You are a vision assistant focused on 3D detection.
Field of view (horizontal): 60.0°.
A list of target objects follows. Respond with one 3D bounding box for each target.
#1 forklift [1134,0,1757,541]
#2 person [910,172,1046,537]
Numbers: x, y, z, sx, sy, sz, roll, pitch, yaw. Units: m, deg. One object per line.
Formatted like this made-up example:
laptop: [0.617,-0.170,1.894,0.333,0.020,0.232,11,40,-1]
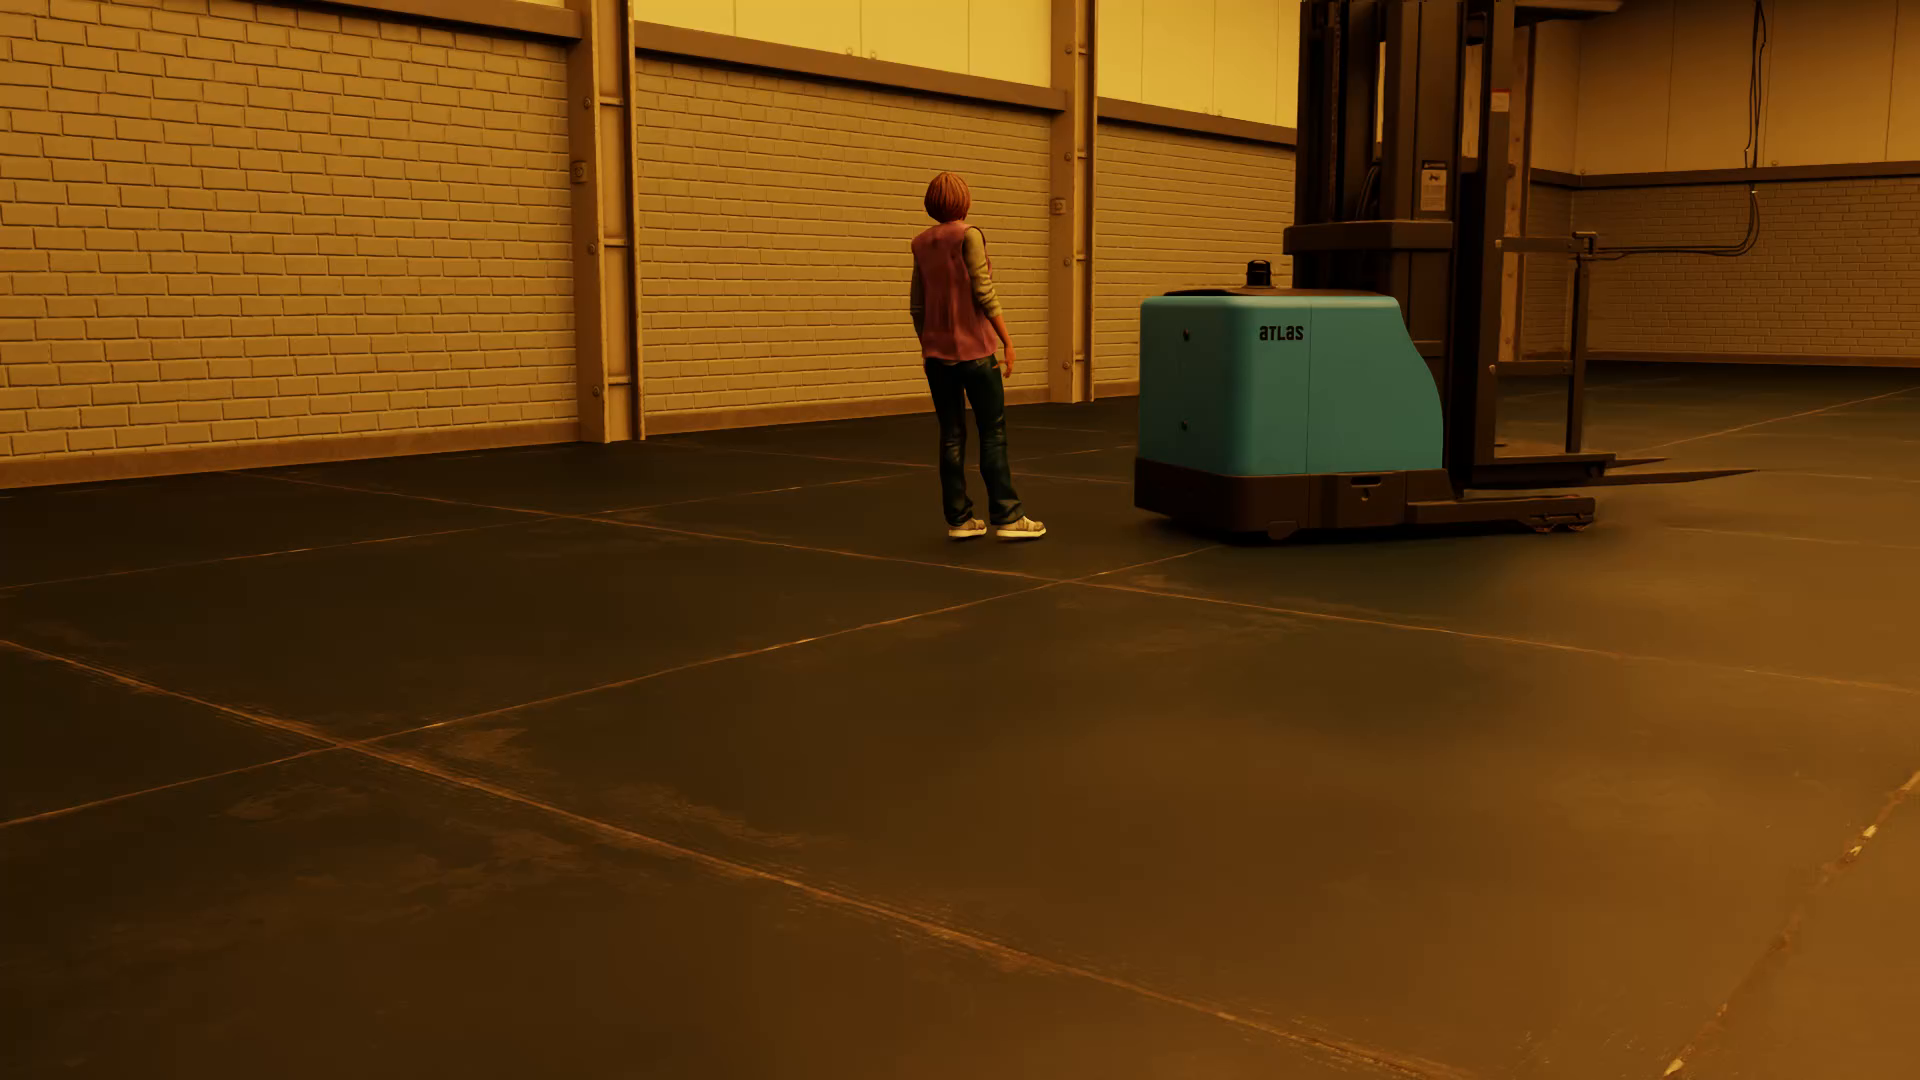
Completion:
forklift: [2.415,-1.551,7.884,3.031,2.935,1.130,-3,9,-19]
person: [0.058,-0.804,7.337,0.521,1.599,0.473,7,11,38]
